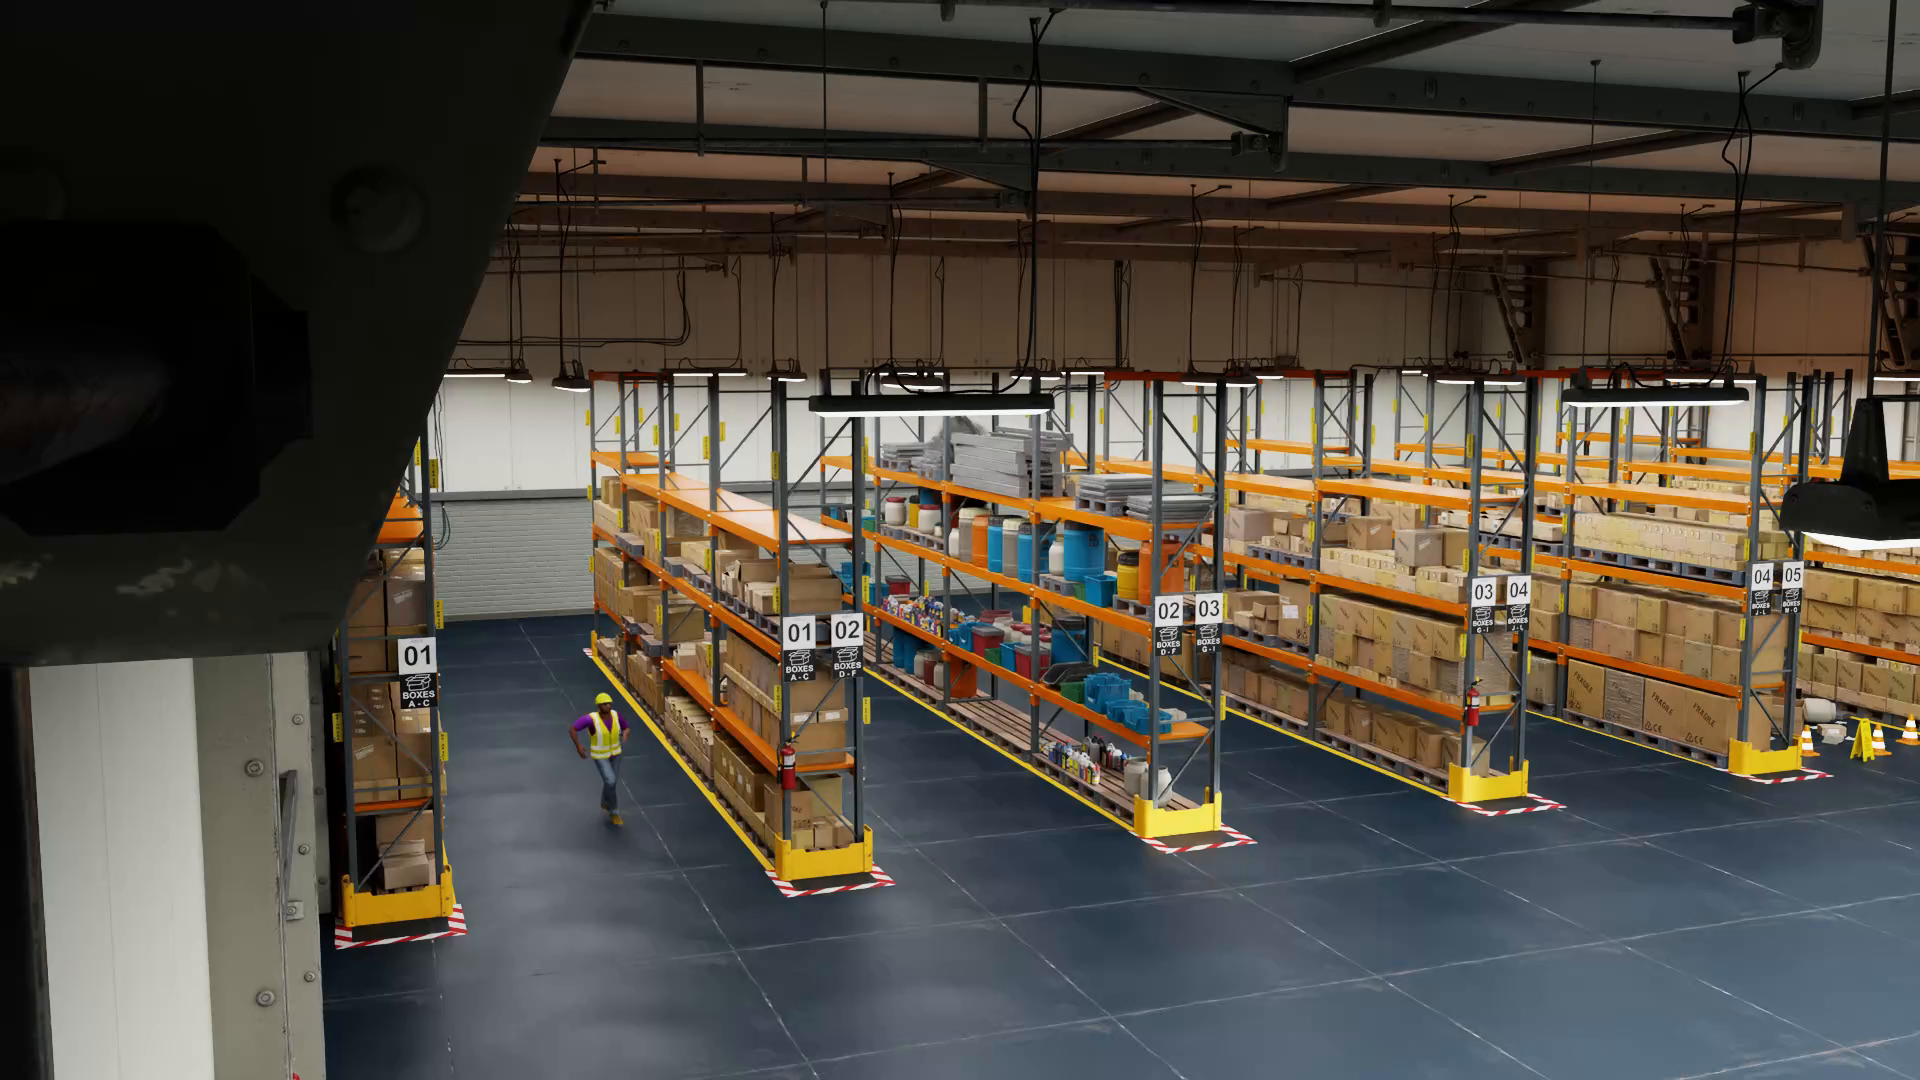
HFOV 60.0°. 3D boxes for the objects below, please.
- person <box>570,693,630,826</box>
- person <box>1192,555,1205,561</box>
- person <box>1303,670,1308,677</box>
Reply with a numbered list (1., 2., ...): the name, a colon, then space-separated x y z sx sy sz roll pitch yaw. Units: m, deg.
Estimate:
1. person: -4.827 2.960 22.530 0.806 1.825 0.722 -6 8 -41
2. person: 5.839 0.962 40.828 0.773 1.704 0.555 -6 9 -43
3. person: 6.822 1.978 31.520 0.671 1.642 0.887 -1 7 -11
